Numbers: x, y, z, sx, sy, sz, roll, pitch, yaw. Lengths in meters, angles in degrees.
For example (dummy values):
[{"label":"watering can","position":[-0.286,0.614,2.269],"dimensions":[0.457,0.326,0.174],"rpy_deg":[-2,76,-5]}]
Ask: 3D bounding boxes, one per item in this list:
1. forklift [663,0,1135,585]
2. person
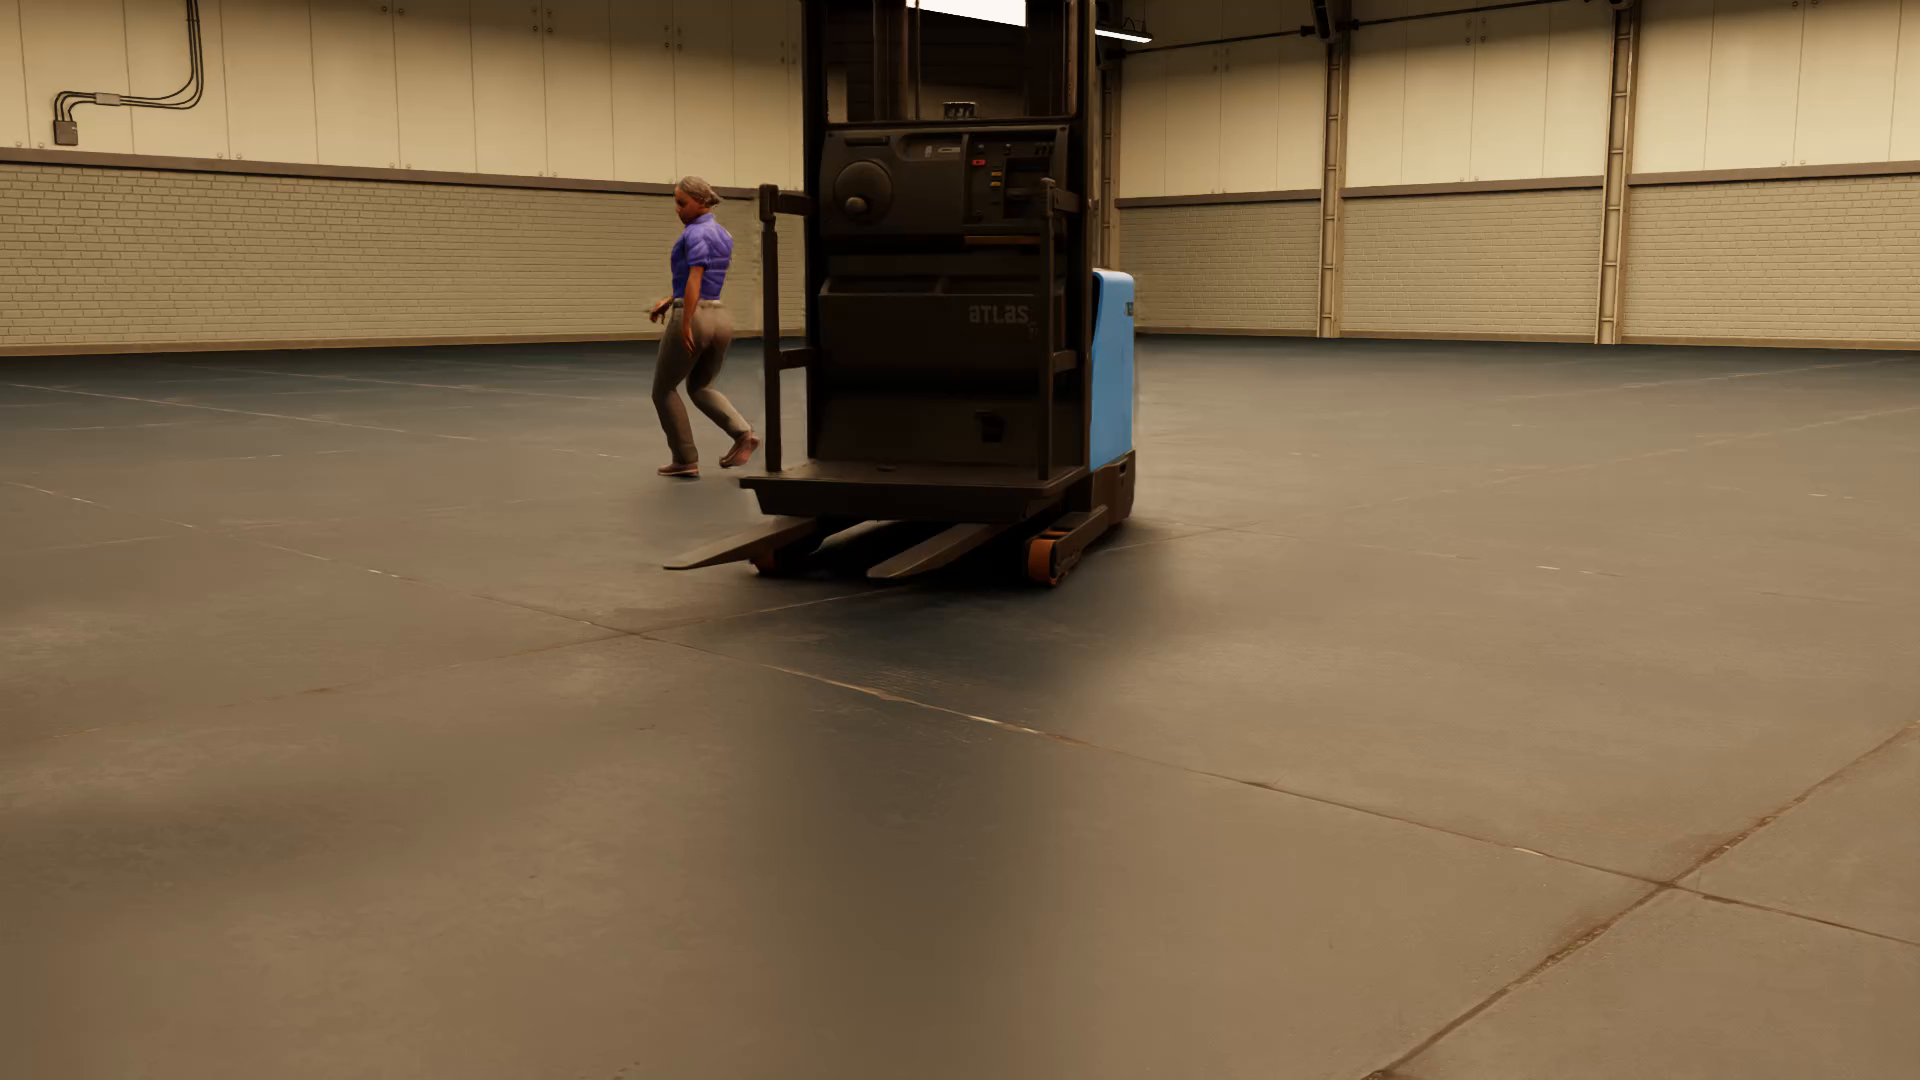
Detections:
[{"label":"forklift","position":[-0.118,-1.356,5.878],"dimensions":[1.130,2.935,3.031],"rpy_deg":[2,9,15]},{"label":"person","position":[-1.434,-1.125,8.860],"dimensions":[0.603,1.603,0.600],"rpy_deg":[5,10,32]}]
